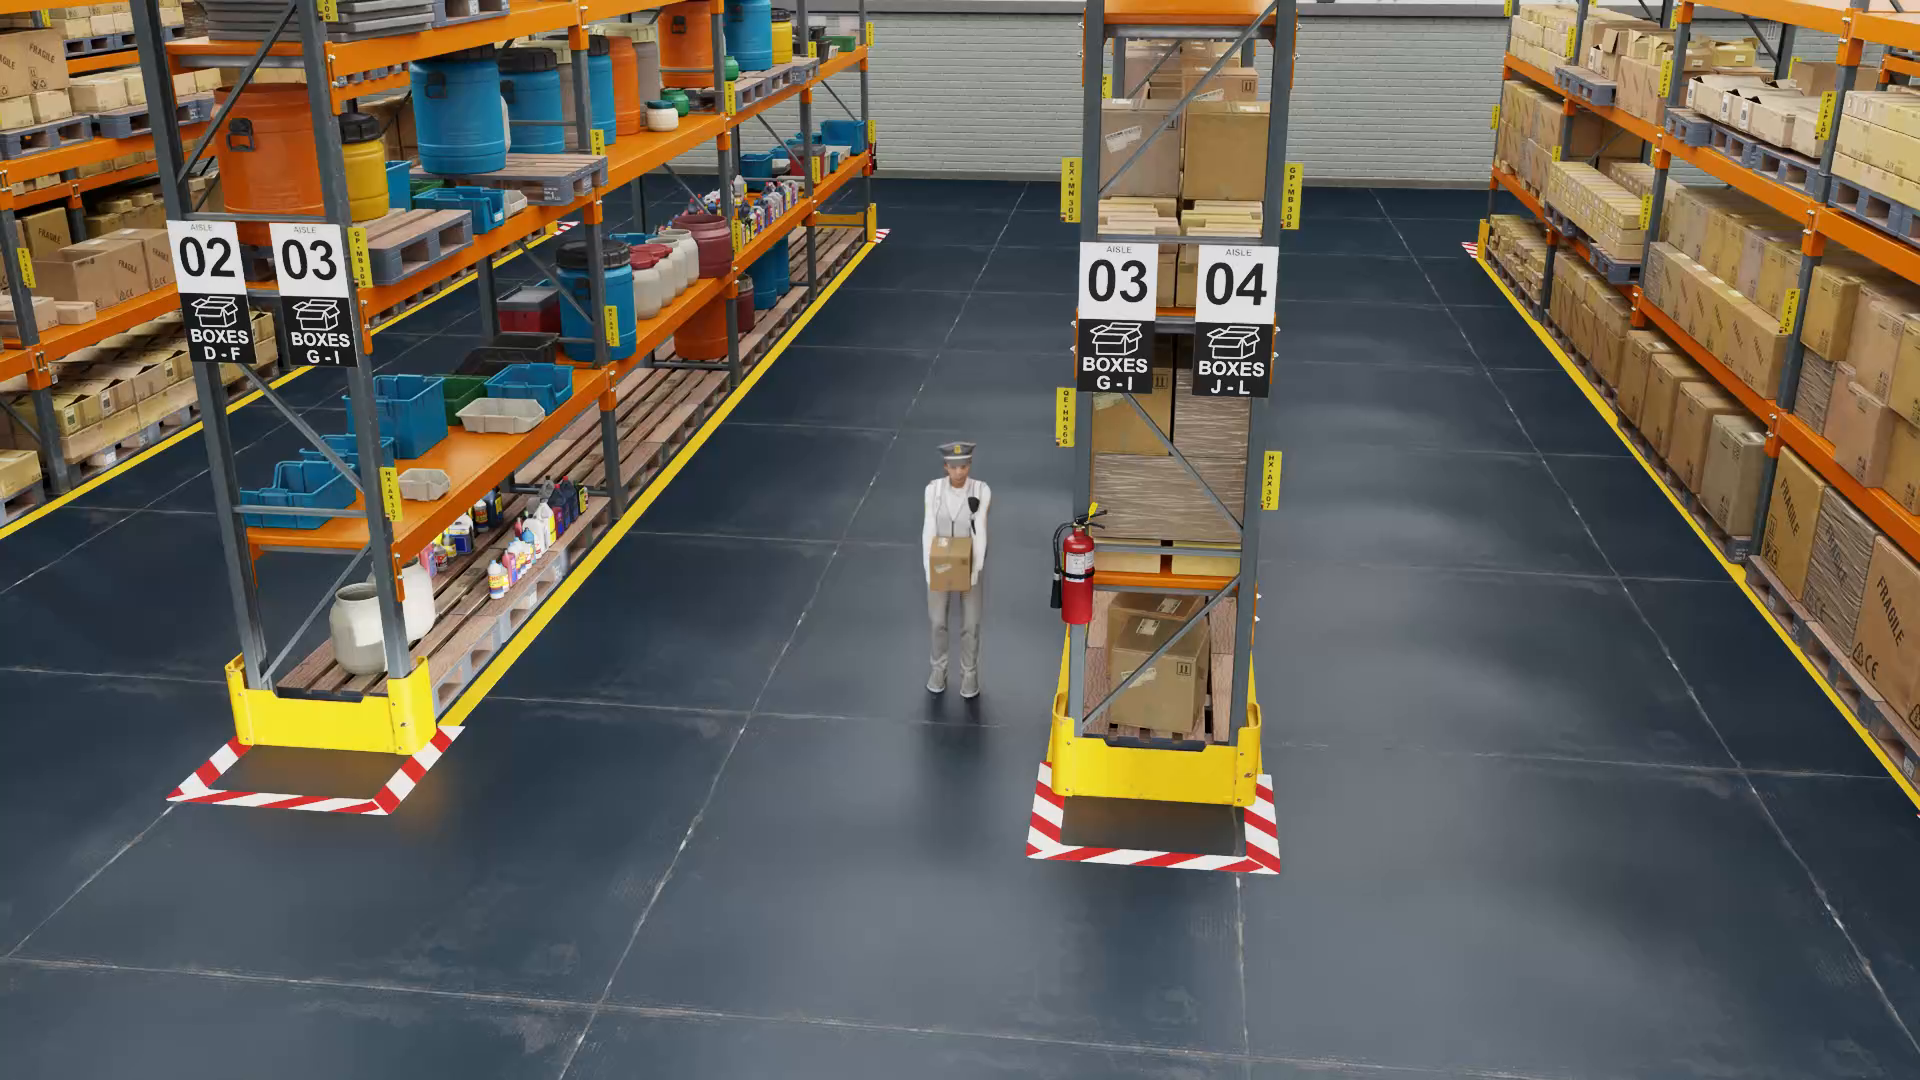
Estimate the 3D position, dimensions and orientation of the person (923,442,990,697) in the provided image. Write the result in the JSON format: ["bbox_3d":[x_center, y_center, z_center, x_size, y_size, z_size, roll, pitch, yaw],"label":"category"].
[{"bbox_3d":[-0.024,0.191,10.574,0.416,1.687,0.523,2,21,5],"label":"person"}]
